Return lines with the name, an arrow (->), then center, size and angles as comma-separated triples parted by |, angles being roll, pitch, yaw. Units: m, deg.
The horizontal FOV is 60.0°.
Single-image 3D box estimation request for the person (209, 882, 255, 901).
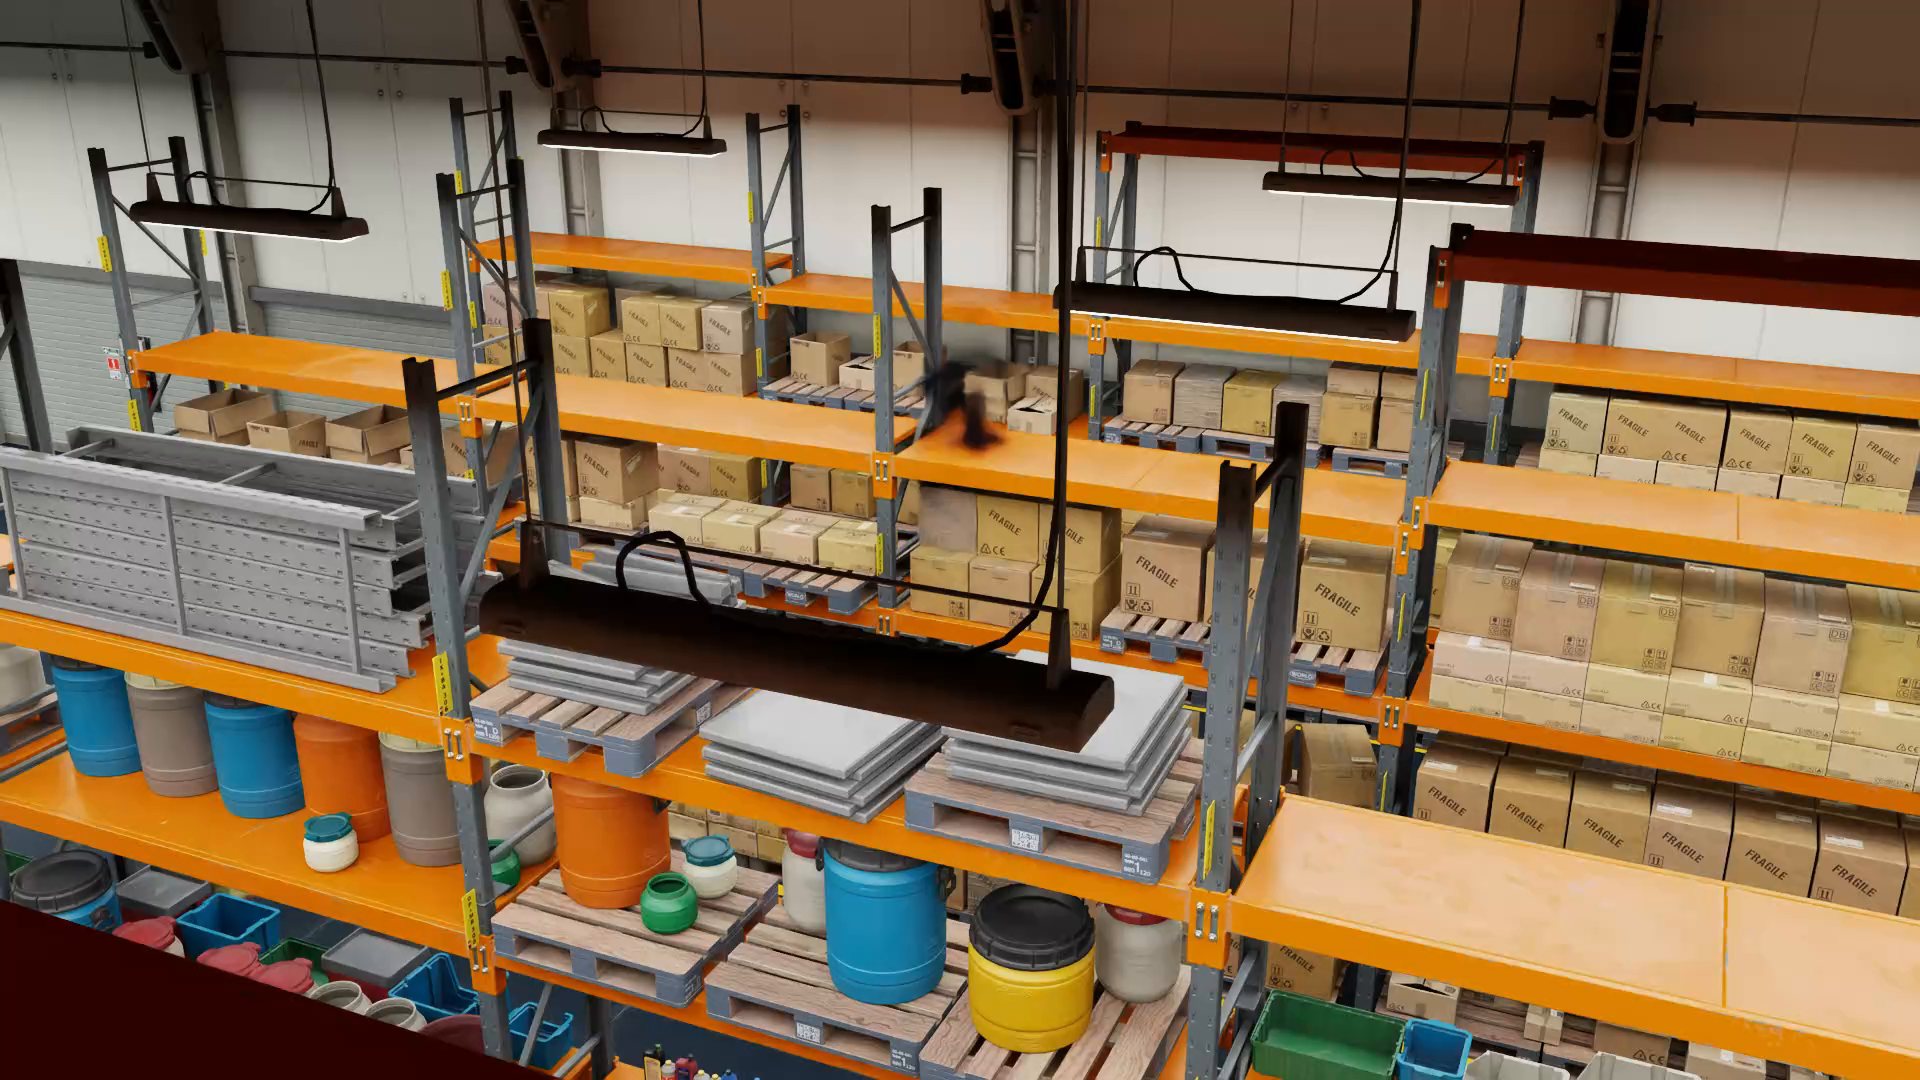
person -> -5.621, 2.786, 12.928 | 0.805, 1.658, 0.591 | 10, 23, 24
